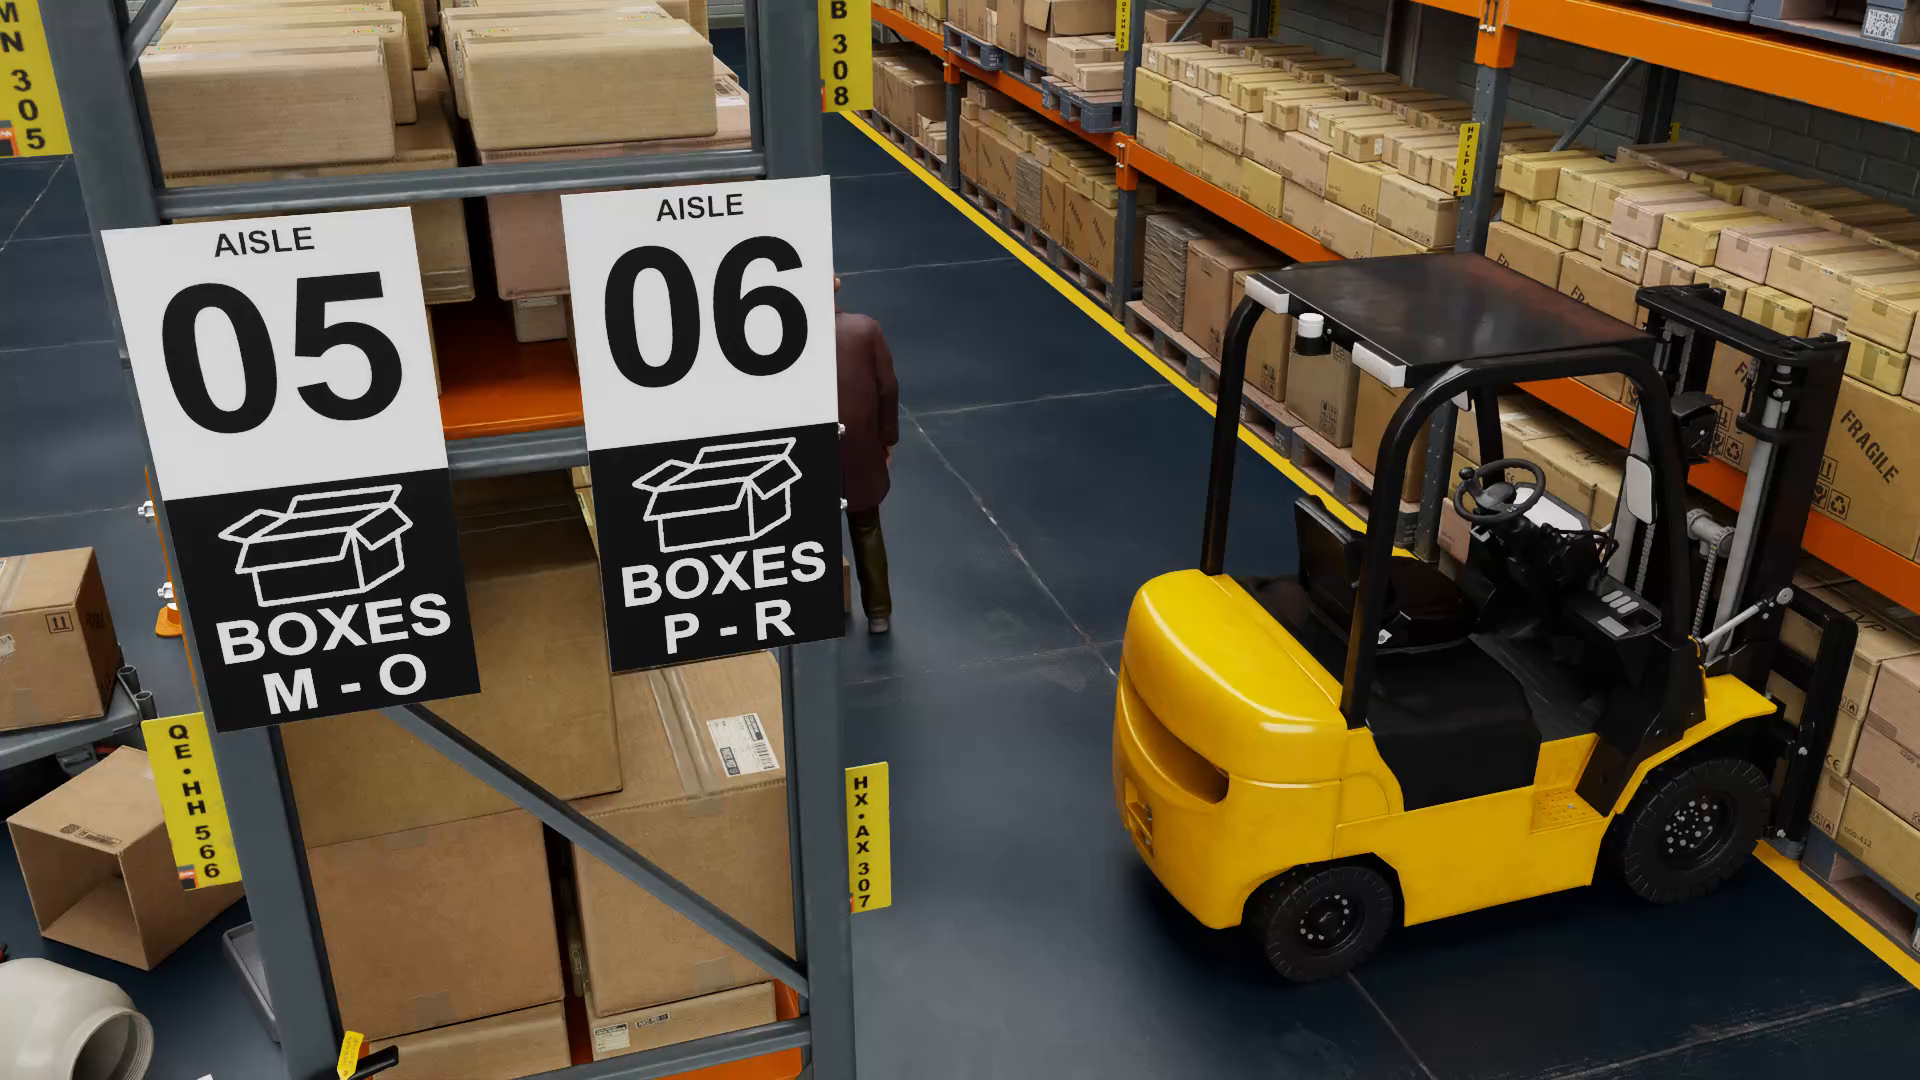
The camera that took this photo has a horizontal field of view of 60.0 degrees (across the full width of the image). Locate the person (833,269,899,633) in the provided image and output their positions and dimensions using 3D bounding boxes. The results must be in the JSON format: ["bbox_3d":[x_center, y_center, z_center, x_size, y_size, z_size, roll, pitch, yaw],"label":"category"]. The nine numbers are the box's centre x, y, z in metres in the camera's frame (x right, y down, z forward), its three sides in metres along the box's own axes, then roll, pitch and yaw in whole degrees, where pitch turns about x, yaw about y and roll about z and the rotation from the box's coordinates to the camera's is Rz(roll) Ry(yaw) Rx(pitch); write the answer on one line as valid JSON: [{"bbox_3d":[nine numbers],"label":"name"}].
[{"bbox_3d":[-0.580,-0.391,7.434,0.651,1.773,0.431,-10,28,-20],"label":"person"}]
